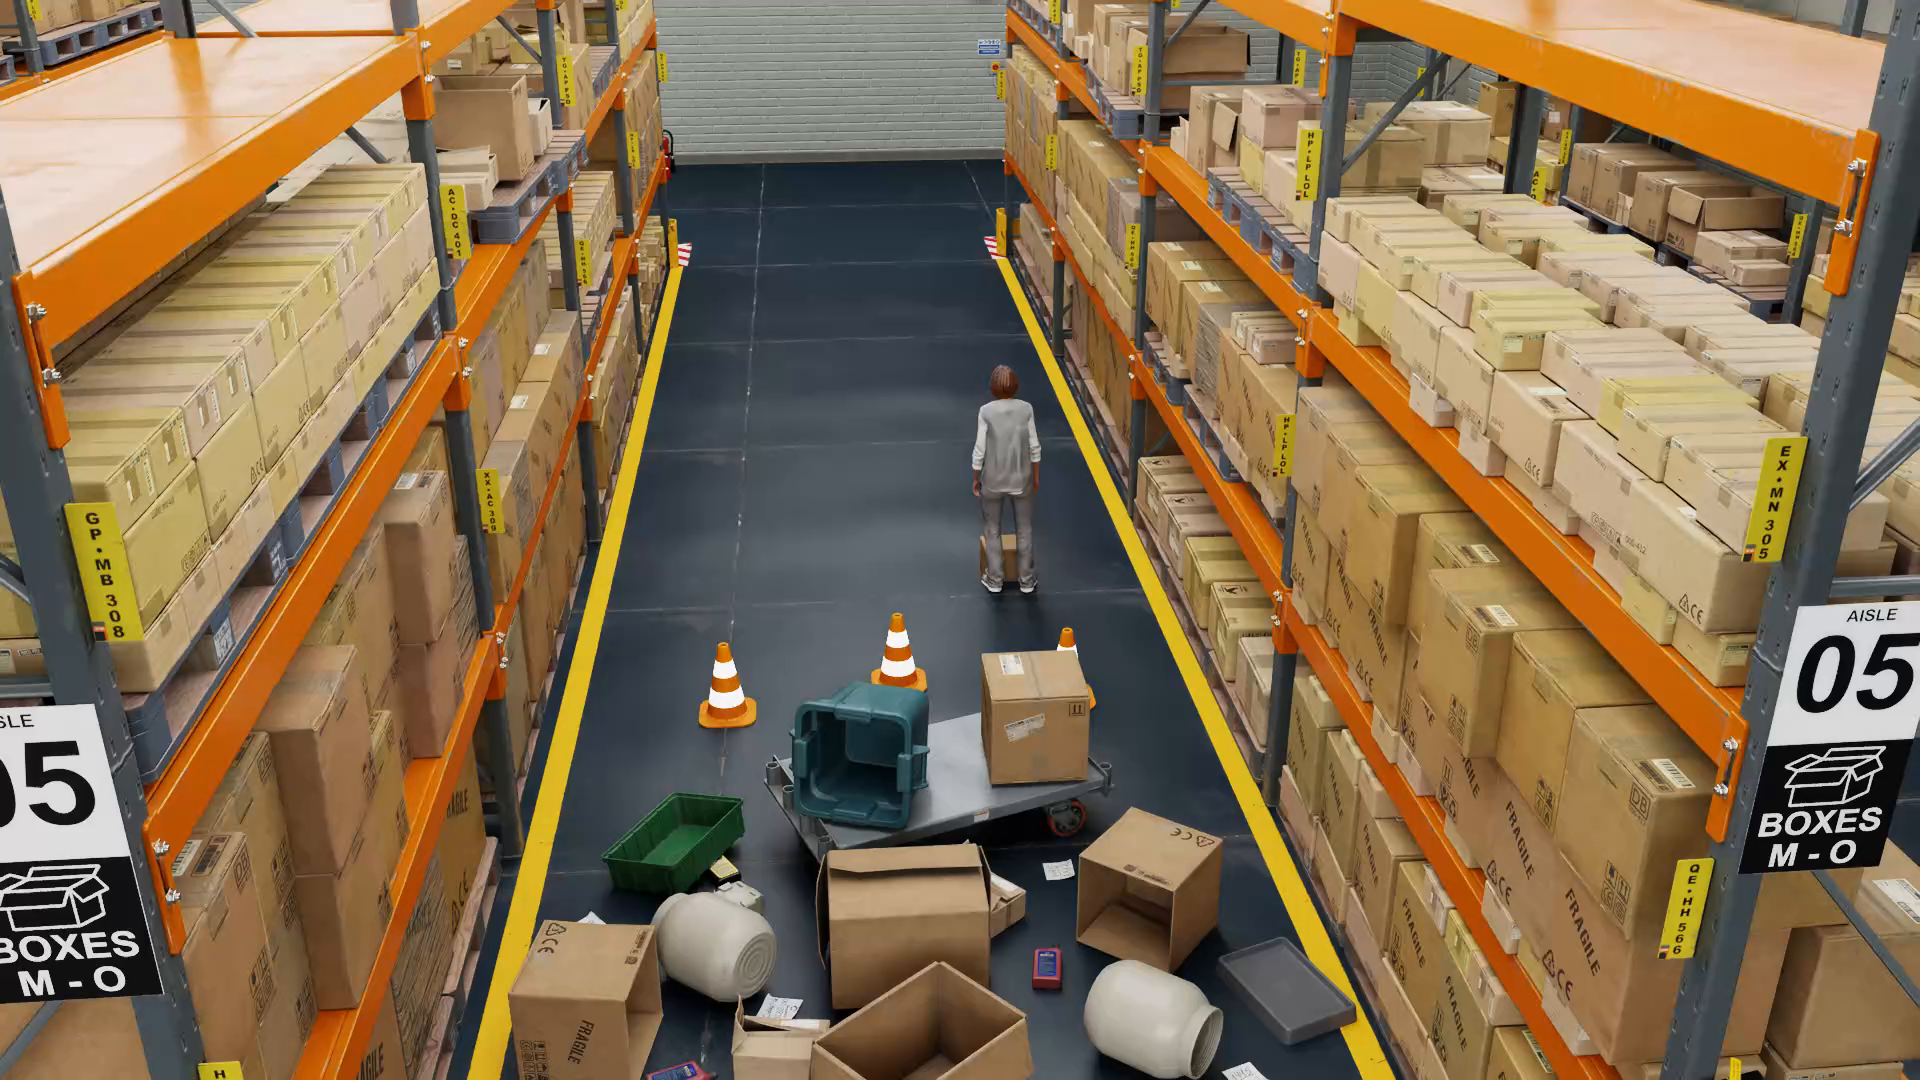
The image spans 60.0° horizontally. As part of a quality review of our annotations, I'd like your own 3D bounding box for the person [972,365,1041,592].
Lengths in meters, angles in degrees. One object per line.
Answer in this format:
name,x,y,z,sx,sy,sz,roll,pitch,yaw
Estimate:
person,0.311,-0.391,11.181,0.469,1.593,0.366,-3,24,-6
